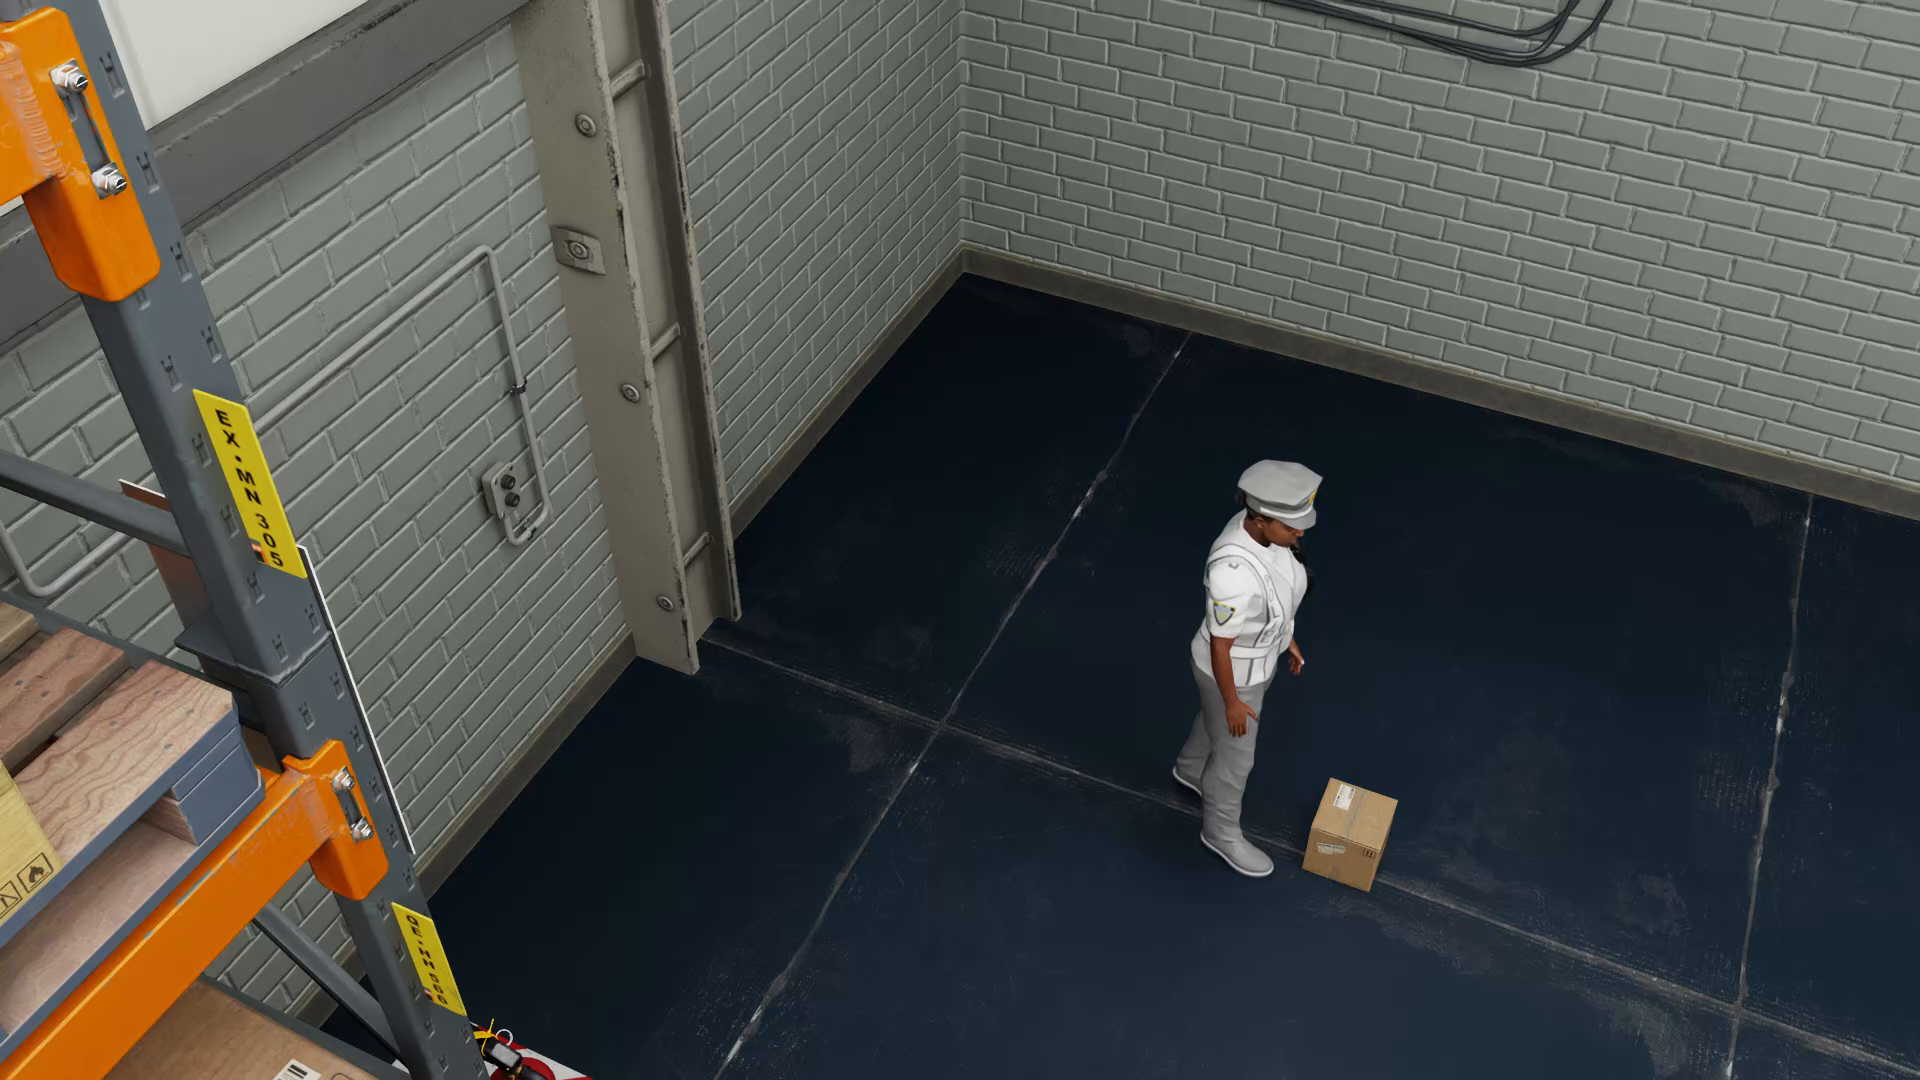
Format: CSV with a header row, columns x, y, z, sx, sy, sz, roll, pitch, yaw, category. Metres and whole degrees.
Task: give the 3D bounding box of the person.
x,y,z,sx,sy,sz,roll,pitch,yaw,category
0.992,0.428,5.676,0.505,1.668,0.463,22,47,22,person
